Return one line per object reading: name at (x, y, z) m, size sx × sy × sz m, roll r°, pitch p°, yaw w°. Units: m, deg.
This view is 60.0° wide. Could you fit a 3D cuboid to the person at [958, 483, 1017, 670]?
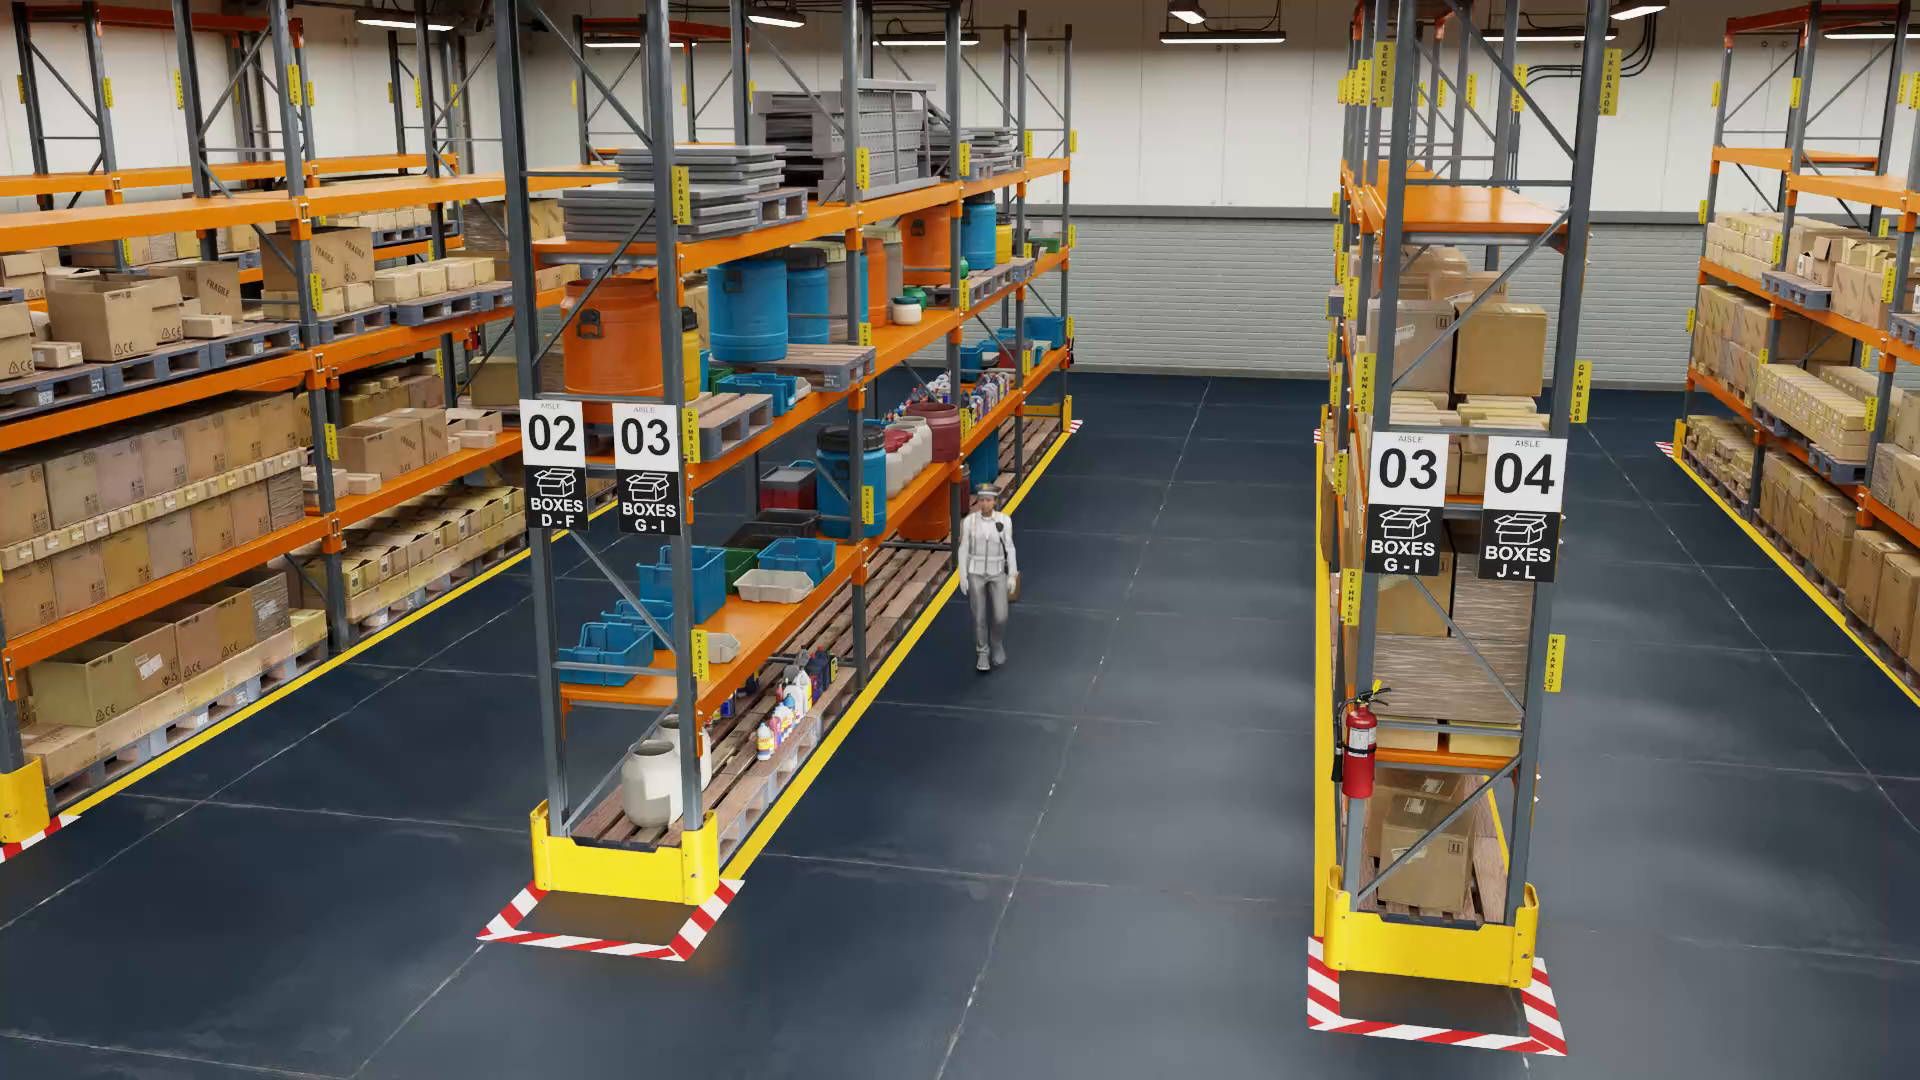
person at (0.237, 0.322, 14.626) m, size 0.518 × 1.689 × 0.437 m, roll 1°, pitch 15°, yaw 4°
